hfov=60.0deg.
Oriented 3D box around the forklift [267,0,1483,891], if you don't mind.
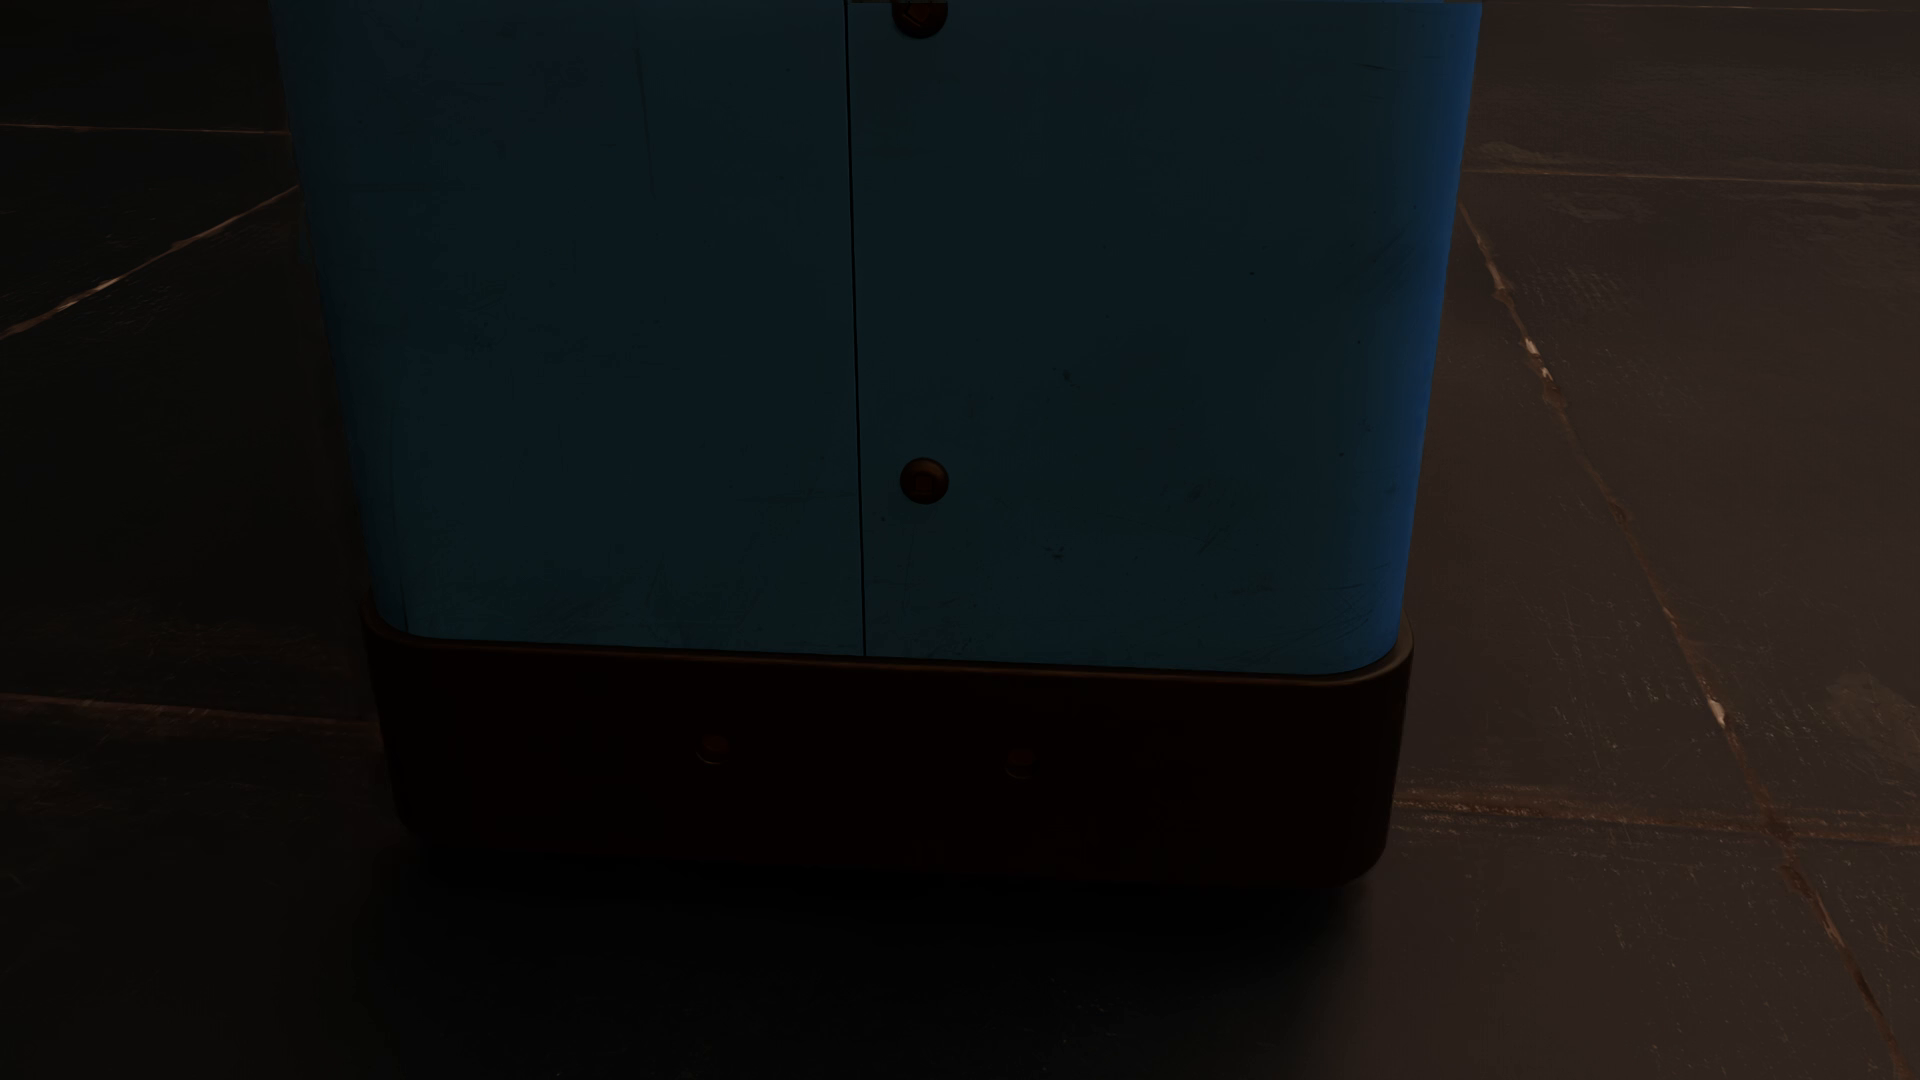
[{"bbox_3d":[0.033,-1.589,2.402,1.130,2.935,3.031,2,27,4],"label":"forklift"}]
